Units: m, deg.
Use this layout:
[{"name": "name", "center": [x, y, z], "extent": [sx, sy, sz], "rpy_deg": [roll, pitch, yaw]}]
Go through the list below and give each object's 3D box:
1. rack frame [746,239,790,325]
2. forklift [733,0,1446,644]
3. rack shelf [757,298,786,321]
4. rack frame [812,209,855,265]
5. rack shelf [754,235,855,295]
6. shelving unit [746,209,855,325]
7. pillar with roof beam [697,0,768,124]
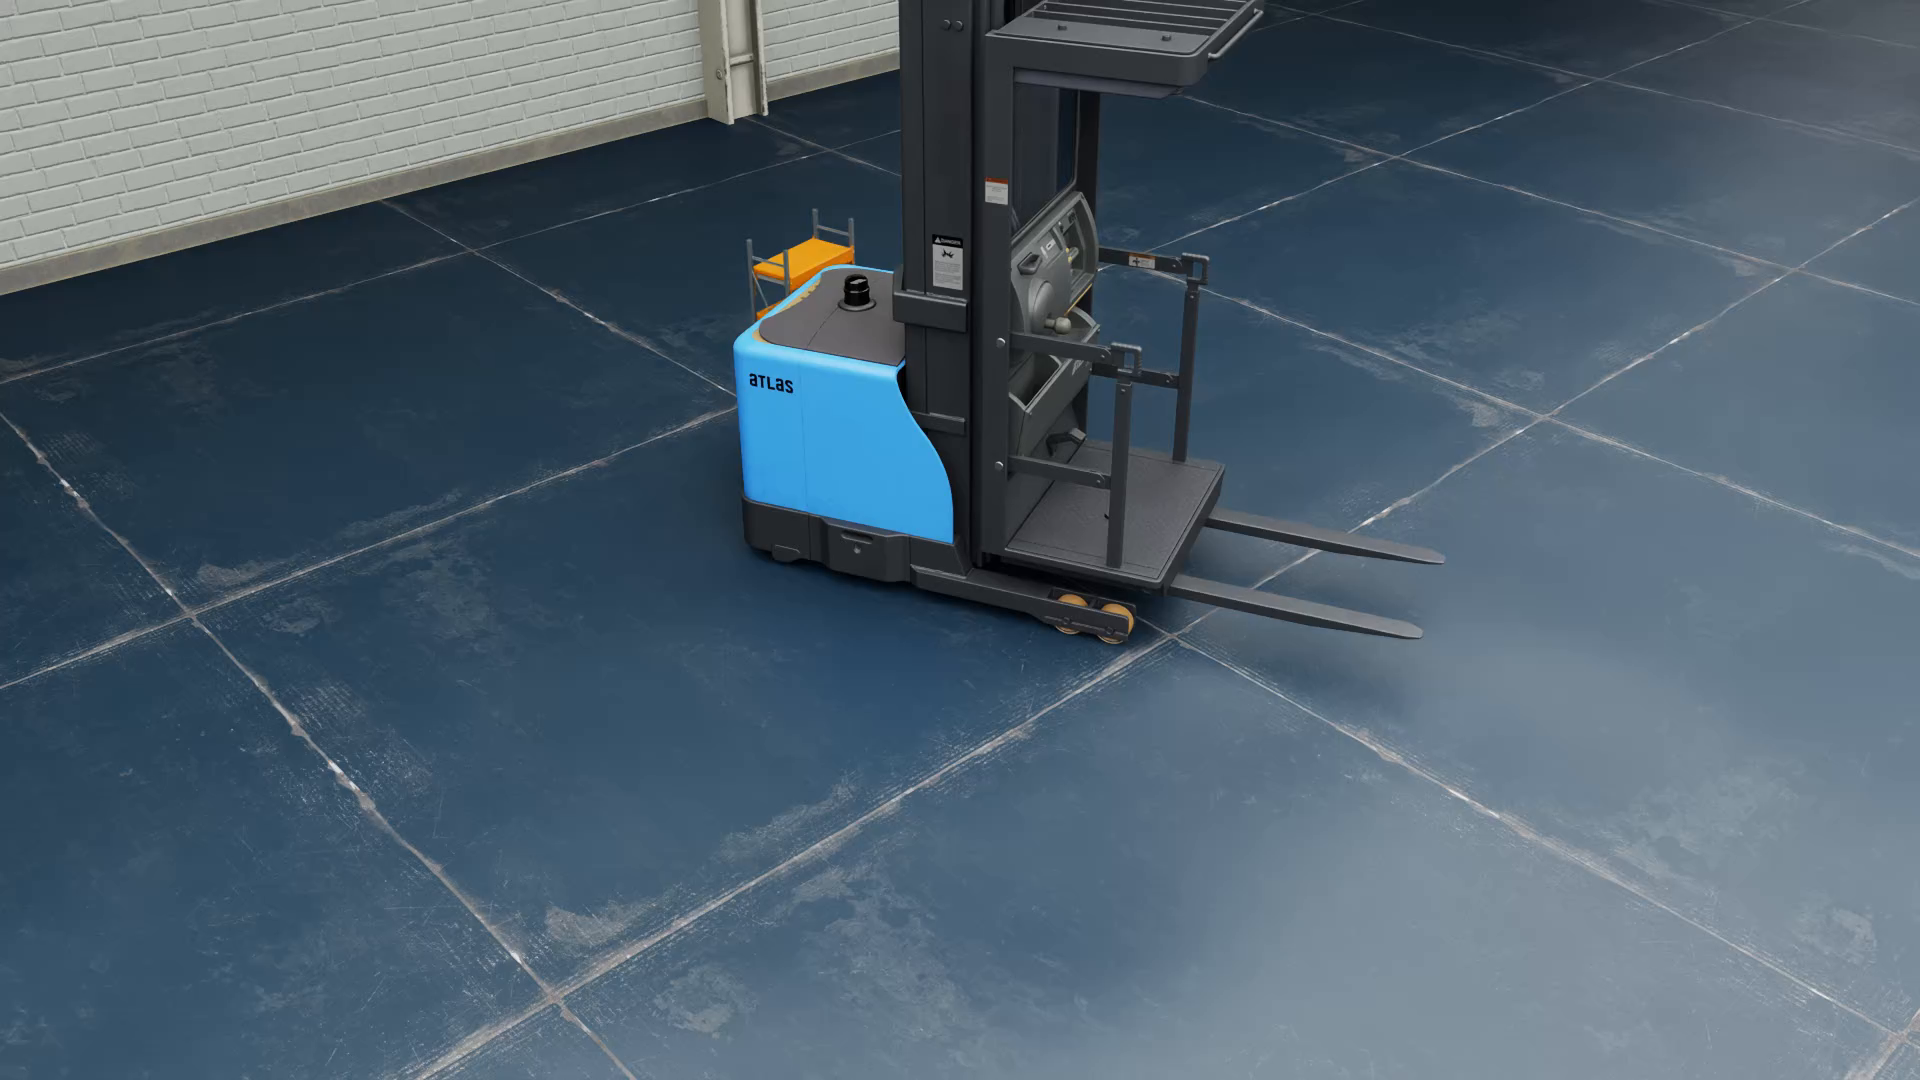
[{"name": "rack frame", "center": [-0.891, -0.850, 7.990], "extent": [0.240, 1.200, 0.015], "rpy_deg": [20, 37, 29]}, {"name": "forklift", "center": [0.579, -1.127, 6.783], "extent": [3.031, 2.935, 1.130], "rpy_deg": [12, 33, 19]}, {"name": "rack shelf", "center": [-0.752, -1.089, 8.080], "extent": [0.258, 0.148, 0.480], "rpy_deg": [20, 37, 29]}, {"name": "rack frame", "center": [-0.614, -1.060, 8.333], "extent": [0.240, 1.200, 0.015], "rpy_deg": [20, 37, 29]}, {"name": "rack shelf", "center": [-0.752, -1.290, 7.957], "extent": [0.258, 0.148, 0.480], "rpy_deg": [20, 37, 29]}, {"name": "shelving unit", "center": [-0.752, -0.955, 8.162], "extent": [0.258, 1.200, 0.503], "rpy_deg": [20, 37, 29]}, {"name": "pillar with roof beam", "center": [1.146, -5.595, 8.273], "extent": [0.400, 9.000, 9.100], "rpy_deg": [-26, 40, -35]}]
